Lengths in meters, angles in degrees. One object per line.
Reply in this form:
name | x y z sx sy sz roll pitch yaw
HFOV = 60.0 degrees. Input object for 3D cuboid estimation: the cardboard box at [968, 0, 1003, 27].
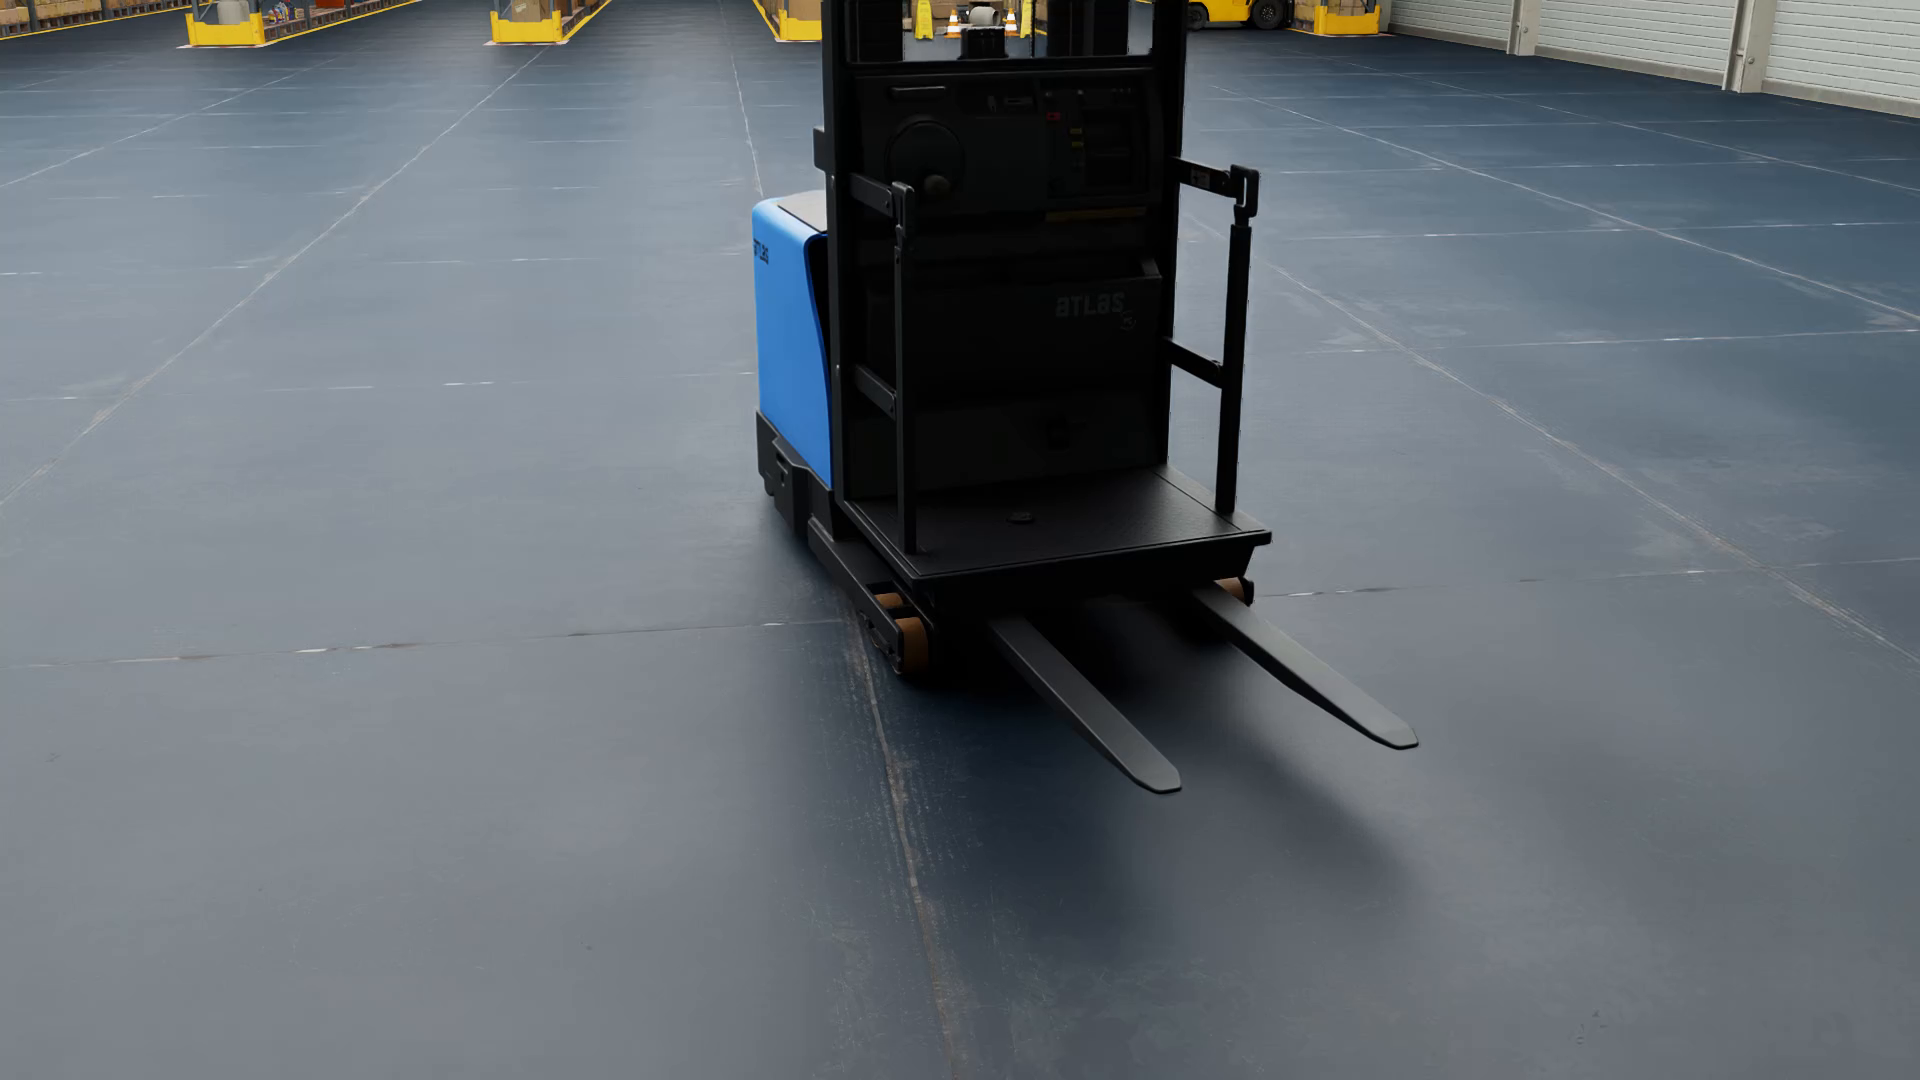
cardboard box | 0.505 -10.370 32.763 0.500 0.500 0.500 12 24 29

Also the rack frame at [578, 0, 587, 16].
rack frame | -8.686 -12.864 35.873 1.000 3.000 0.127 -3 21 -8

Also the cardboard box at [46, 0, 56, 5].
cardboard box | -17.793 -10.482 32.021 0.500 0.311 0.500 -3 21 -8

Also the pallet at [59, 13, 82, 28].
pallet | -18.237 -10.351 33.129 1.003 0.211 1.213 -3 21 -8

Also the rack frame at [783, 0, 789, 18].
rack frame | -2.610 -10.310 29.033 1.000 3.000 0.127 -3 21 -8

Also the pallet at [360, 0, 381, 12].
pallet | -14.094 -12.424 38.679 1.003 0.211 1.213 -3 21 -8

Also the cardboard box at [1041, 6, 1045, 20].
cardboard box | 1.824 -9.949 31.397 0.500 0.250 0.500 -3 21 -8

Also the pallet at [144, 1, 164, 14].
pallet | -18.912 -12.165 37.985 1.003 0.211 1.213 -3 21 -8

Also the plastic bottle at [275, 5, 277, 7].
plastic bottle | -12.656 -9.763 30.821 0.061 0.283 0.133 -3 21 -8

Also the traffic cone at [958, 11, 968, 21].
traffic cone | 0.133 -11.150 34.907 0.336 0.463 0.334 -3 21 -8

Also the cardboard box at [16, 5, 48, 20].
cardboard box | -17.726 -10.042 31.645 0.500 0.250 0.500 -3 21 -9

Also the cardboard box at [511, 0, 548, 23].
cardboard box | -7.607 -9.337 29.402 0.500 0.500 0.500 1 20 2

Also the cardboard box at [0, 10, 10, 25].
cardboard box | -17.481 -9.394 29.911 0.500 0.250 0.500 -3 21 -8

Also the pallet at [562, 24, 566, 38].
pallet | -7.626 -9.098 29.773 1.003 0.211 1.213 -3 21 -8

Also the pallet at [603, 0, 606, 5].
pallet | -9.474 -13.634 41.917 1.003 0.211 1.213 -3 21 -8

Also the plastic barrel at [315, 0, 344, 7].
plastic barrel | -13.675 -11.963 35.961 0.600 0.830 0.708 -3 21 -8

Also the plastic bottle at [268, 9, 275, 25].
plastic bottle | -12.387 -9.416 29.911 0.097 0.271 0.097 0 20 0

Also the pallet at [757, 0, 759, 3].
pallet | -4.651 -13.812 42.396 1.003 0.211 1.213 -3 21 -8

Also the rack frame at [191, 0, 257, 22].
rack frame | -12.434 -9.845 27.788 1.000 3.000 0.127 -3 21 -8

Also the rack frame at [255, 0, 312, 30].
rack frame | -13.011 -11.230 31.496 1.000 3.000 0.127 -3 21 -8

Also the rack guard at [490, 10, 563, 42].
rack guard | -7.544 -8.950 28.964 1.175 0.500 0.348 -3 21 -8

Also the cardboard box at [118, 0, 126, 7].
cardboard box | -18.354 -11.754 35.844 0.500 0.500 0.500 -4 21 -10

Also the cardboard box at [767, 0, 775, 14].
cardboard box | -3.365 -11.048 33.624 1.050 0.750 0.750 -3 21 -8

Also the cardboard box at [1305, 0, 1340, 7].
cardboard box | 6.805 -10.142 31.198 0.500 0.250 0.500 -3 21 -8

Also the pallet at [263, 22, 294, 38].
pallet | -12.776 -9.265 30.222 1.003 0.211 1.213 -3 21 -8

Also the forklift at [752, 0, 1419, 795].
forklift | 0.228 -1.153 4.614 1.130 2.935 3.031 -7 22 -19

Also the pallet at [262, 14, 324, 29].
pallet | -13.163 -10.193 32.706 1.003 0.211 1.213 -3 21 -8

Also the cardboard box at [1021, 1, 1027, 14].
cardboard box | 1.515 -10.670 33.327 0.500 0.250 0.500 -4 21 -10

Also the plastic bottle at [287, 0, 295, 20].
plastic bottle | -12.633 -9.986 31.324 0.144 0.351 0.185 -3 21 -9

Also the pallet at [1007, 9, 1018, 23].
pallet | 1.583 -10.943 34.712 1.003 0.211 1.213 -3 21 -8

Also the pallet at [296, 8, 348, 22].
pallet | -13.514 -11.038 34.968 1.003 0.211 1.213 -3 21 -8

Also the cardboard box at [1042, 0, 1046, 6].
cardboard box | 1.821 -10.299 31.262 0.500 0.500 0.500 -2 21 -6

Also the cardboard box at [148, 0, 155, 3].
cardboard box | -18.649 -12.458 37.729 0.500 0.500 0.500 -3 21 -8

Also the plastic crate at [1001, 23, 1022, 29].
plastic crate | 1.112 -10.027 32.448 0.402 0.080 0.583 -11 23 -26

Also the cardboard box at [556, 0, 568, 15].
cardboard box | -8.177 -10.728 33.097 0.700 0.500 0.500 -5 21 -12

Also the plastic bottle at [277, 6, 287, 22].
plastic bottle | -12.539 -9.717 30.709 0.152 0.276 0.135 -3 21 -7

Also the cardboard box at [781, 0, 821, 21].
cardboard box | -2.773 -9.743 29.951 0.875 0.875 0.875 -3 21 -7

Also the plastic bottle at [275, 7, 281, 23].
plastic bottle | -12.451 -9.570 30.321 0.097 0.271 0.097 0 20 0

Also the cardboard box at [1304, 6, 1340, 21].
cardboard box | 6.804 -9.901 31.269 0.500 0.250 0.500 -3 21 -7

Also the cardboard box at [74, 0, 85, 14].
cardboard box | -18.025 -10.752 33.547 0.500 0.250 0.500 -2 21 -7

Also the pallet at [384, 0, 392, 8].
pallet | -14.308 -12.946 40.076 1.003 0.211 1.213 -3 21 -8

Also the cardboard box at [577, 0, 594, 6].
cardboard box | -8.765 -12.306 36.813 1.225 0.875 0.875 -4 21 -10

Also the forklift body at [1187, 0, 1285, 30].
forklift body | 5.106 -11.013 32.129 2.313 2.155 1.214 -3 21 -8

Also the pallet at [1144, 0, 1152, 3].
pallet | 5.357 -13.932 42.717 1.003 0.211 1.213 -3 21 -8

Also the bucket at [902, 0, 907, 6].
bucket | -0.886 -10.942 33.233 0.726 0.611 0.620 4 11 11

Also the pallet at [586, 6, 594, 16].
pallet | -8.725 -11.835 37.102 1.003 0.211 1.213 -3 21 -8

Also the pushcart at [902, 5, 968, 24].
pushcart | -0.552 -10.619 33.607 1.648 0.377 0.936 -11 23 -26
